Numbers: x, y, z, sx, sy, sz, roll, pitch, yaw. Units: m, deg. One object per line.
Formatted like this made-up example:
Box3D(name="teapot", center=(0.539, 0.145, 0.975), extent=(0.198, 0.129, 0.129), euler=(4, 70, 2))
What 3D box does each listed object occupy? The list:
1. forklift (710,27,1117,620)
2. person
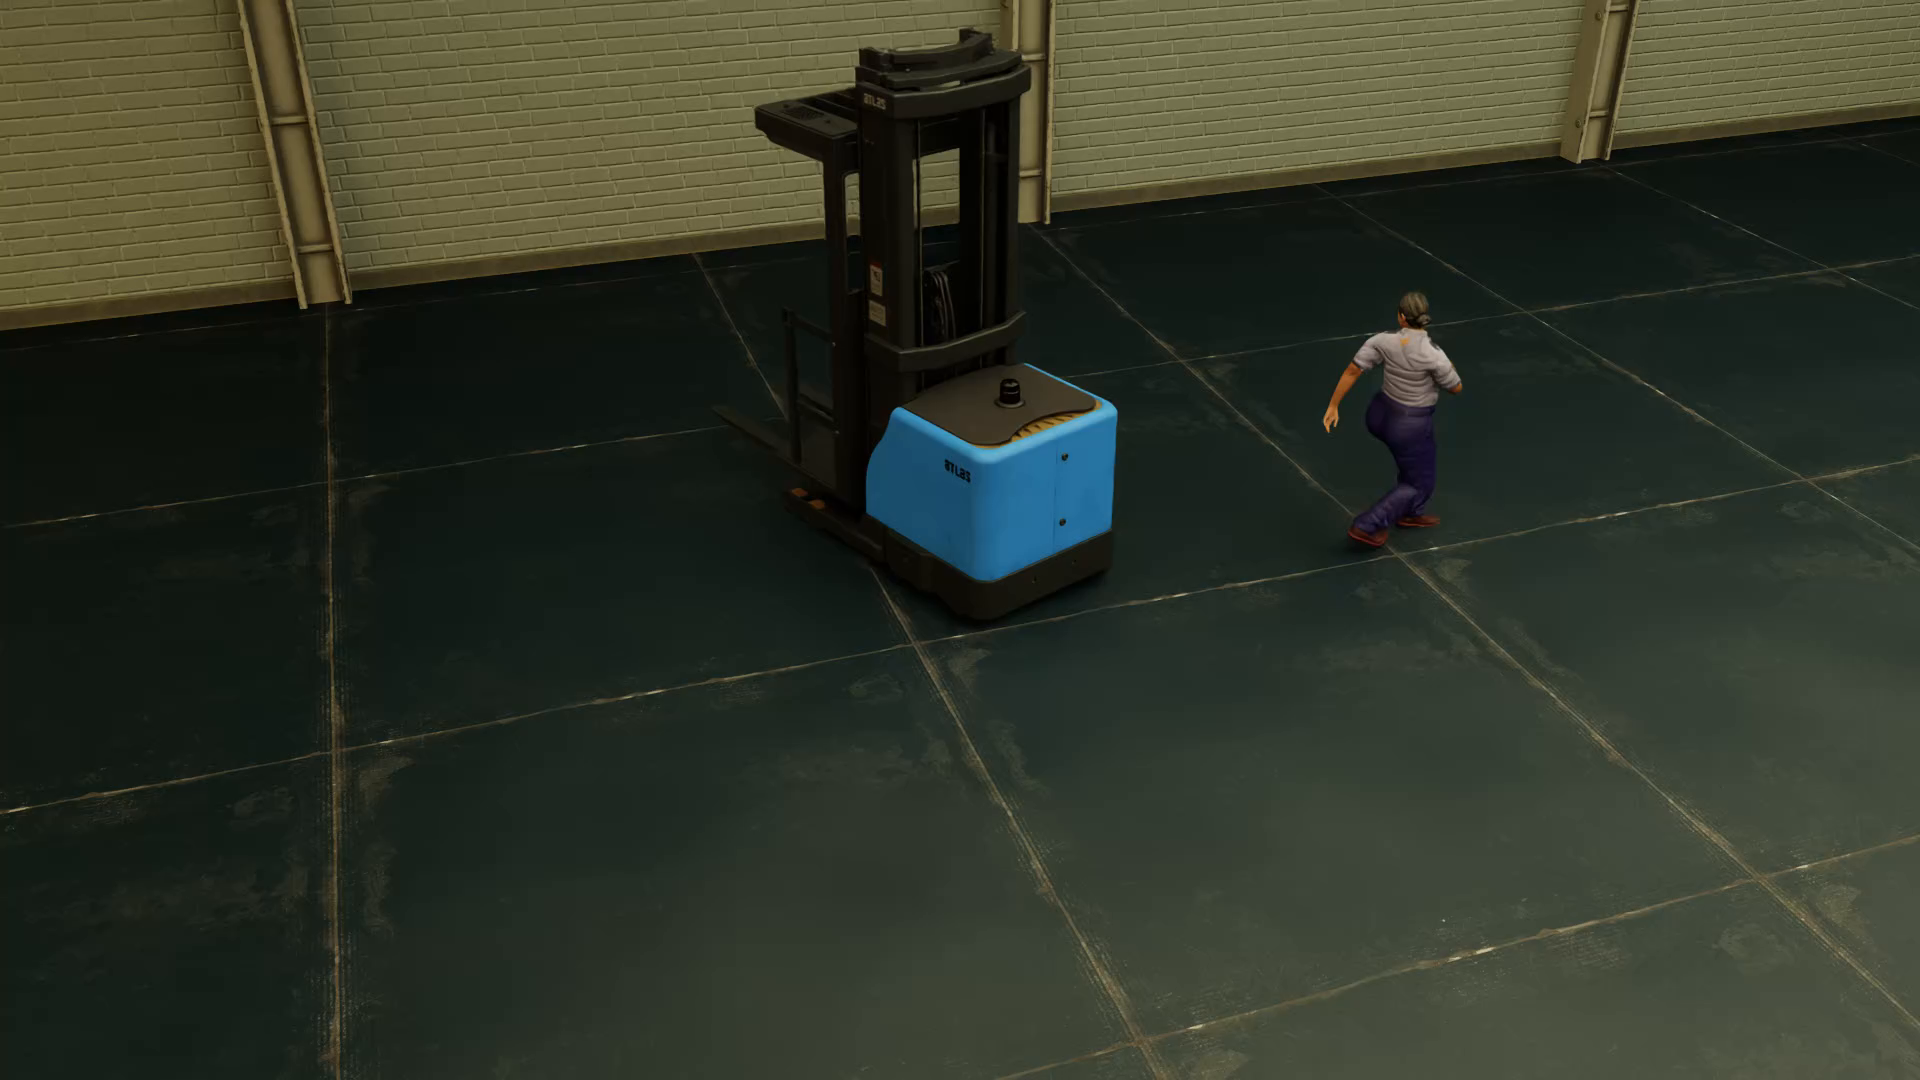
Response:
Box3D(name="forklift", center=(-0.445, -1.494, 9.684), extent=(1.130, 2.935, 3.031), euler=(-23, 37, -34))
Box3D(name="person", center=(2.583, -0.705, 9.715), extent=(0.817, 1.571, 0.521), euler=(-15, 33, -25))
